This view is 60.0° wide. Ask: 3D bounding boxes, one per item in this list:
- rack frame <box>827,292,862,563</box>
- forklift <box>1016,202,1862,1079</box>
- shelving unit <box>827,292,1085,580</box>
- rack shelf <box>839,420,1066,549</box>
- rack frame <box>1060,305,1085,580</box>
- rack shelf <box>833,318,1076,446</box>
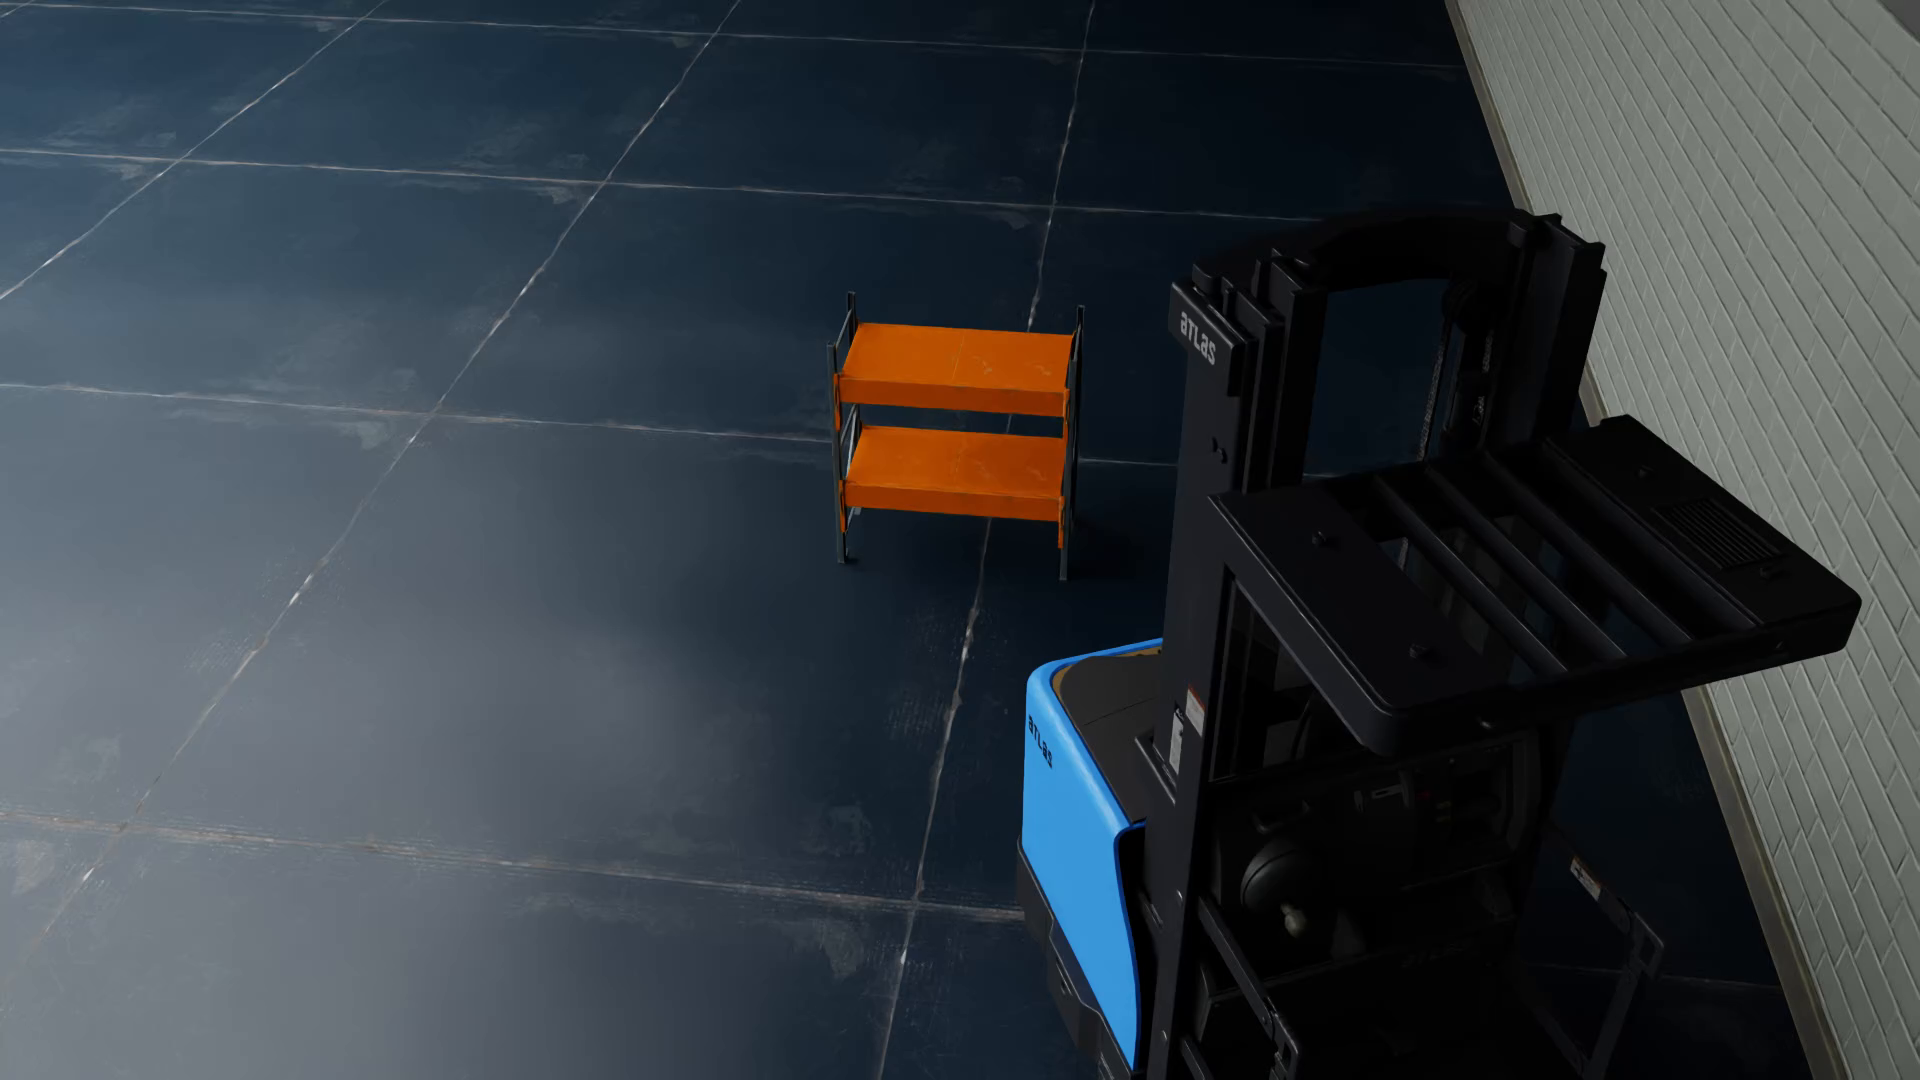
[{"bbox_3d":[-0.511,-0.496,7.477,0.032,1.125,0.500,4,36,6],"label":"rack frame"},{"bbox_3d":[1.145,0.808,4.094,1.130,2.935,3.031,-11,37,-15],"label":"forklift"},{"bbox_3d":[-0.007,-0.458,7.424,1.048,1.125,0.538,4,36,6],"label":"shelving unit"},{"bbox_3d":[-0.007,-0.259,7.566,1.000,0.278,0.538,4,36,6],"label":"rack shelf"},{"bbox_3d":[0.497,-0.421,7.371,0.032,1.125,0.500,4,36,6],"label":"rack frame"},{"bbox_3d":[-0.007,-0.697,7.254,1.000,0.278,0.538,4,36,6],"label":"rack shelf"}]
